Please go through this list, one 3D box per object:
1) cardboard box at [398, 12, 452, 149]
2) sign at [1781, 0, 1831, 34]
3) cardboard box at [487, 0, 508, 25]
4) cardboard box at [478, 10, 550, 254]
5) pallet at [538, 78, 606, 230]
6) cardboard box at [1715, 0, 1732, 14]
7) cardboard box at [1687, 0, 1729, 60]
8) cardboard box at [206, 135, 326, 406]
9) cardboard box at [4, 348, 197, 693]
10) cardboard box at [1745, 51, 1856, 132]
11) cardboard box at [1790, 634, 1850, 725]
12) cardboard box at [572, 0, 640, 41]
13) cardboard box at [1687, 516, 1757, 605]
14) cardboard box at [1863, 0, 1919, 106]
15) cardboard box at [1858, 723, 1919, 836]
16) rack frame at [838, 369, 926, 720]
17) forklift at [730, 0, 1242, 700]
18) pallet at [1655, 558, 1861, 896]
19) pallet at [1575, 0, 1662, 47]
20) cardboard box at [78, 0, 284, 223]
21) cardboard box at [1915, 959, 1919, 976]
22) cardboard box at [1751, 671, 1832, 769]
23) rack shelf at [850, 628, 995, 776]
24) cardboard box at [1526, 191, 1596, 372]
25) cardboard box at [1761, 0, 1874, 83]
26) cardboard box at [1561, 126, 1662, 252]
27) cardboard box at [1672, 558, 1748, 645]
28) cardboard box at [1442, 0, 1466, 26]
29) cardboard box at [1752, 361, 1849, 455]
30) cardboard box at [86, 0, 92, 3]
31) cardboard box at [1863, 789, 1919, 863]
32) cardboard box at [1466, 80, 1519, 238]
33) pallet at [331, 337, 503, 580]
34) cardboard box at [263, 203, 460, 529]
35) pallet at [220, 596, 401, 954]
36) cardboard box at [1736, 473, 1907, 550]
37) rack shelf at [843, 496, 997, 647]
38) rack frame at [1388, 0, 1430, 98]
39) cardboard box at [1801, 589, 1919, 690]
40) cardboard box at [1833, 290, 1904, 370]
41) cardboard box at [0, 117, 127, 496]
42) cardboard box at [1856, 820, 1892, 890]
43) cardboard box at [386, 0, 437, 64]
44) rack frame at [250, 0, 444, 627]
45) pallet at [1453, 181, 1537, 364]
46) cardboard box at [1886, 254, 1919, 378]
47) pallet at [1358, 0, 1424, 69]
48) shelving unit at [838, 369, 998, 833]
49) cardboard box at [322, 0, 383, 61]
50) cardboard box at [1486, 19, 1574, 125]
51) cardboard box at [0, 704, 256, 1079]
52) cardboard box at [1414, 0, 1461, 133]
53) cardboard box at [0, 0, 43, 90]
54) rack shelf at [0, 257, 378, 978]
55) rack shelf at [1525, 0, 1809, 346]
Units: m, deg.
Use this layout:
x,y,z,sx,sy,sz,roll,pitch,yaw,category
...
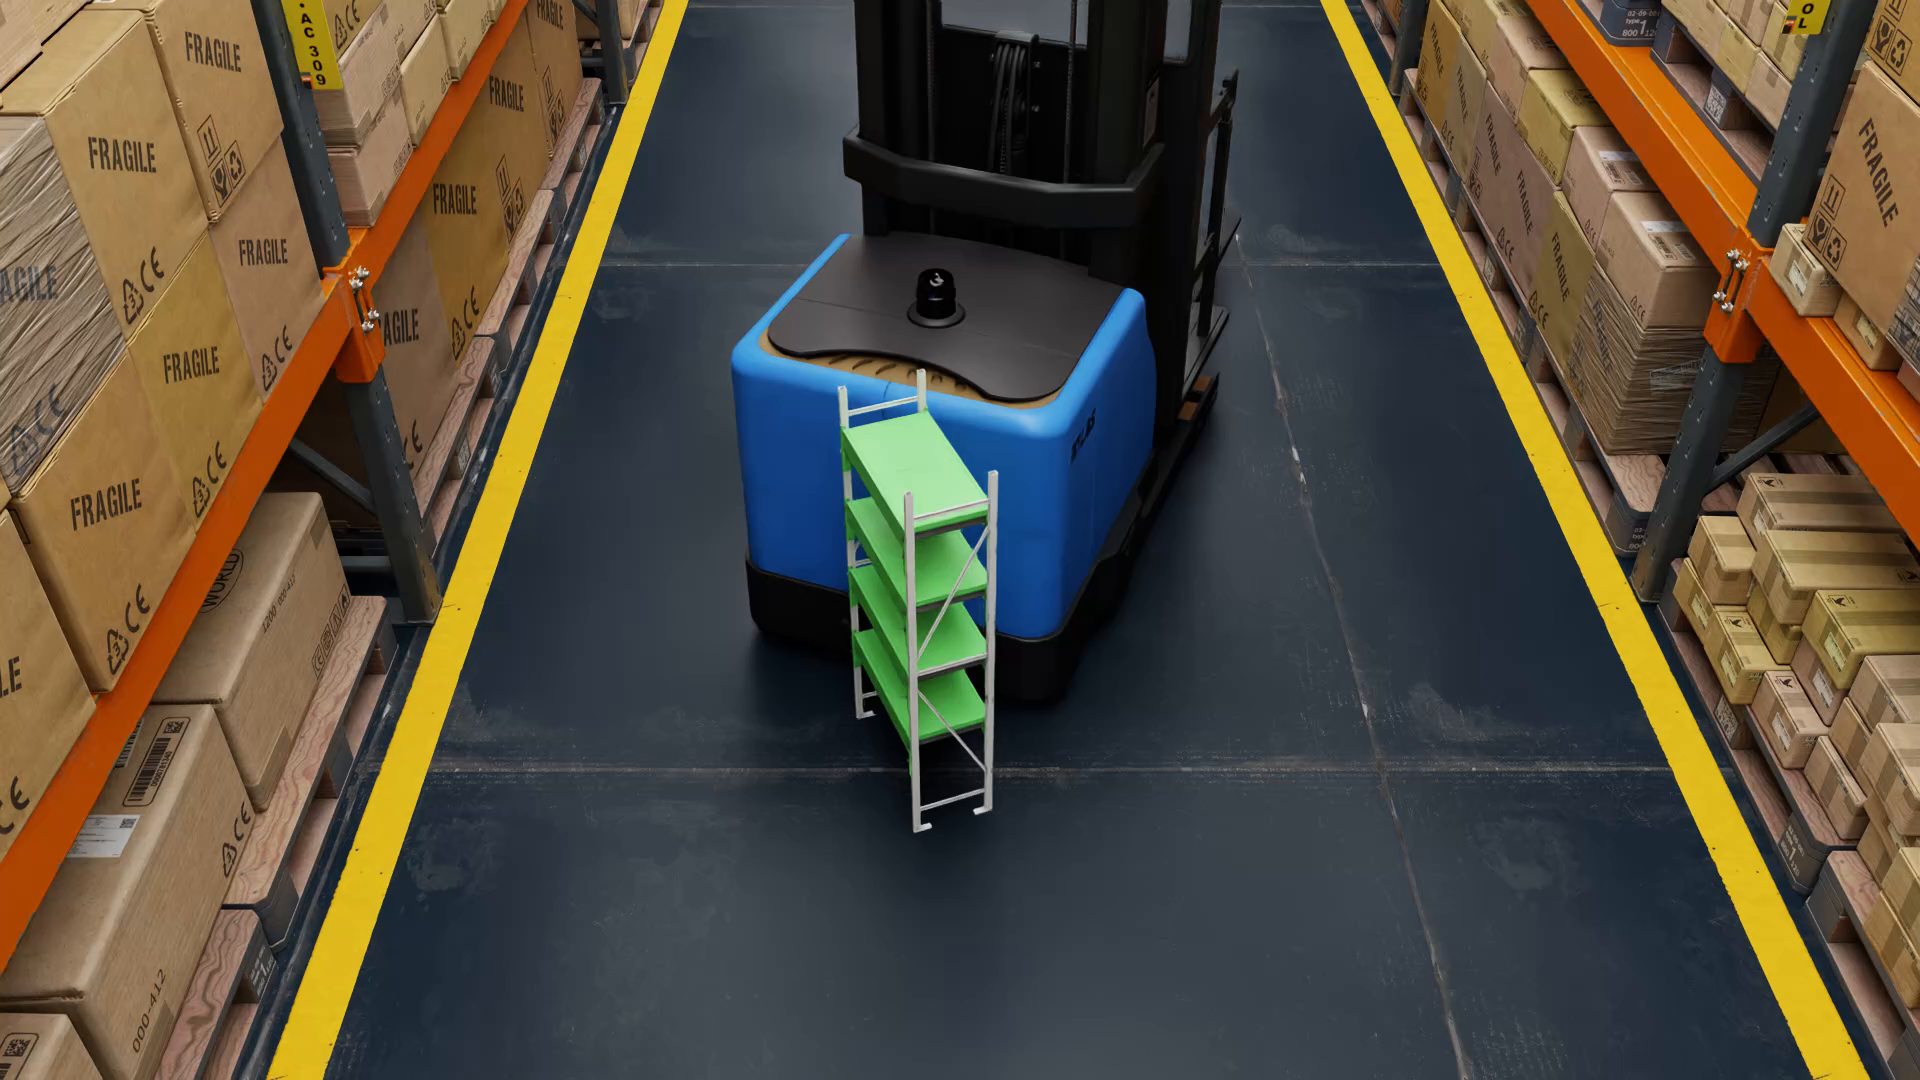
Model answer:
x,y,z,sx,sy,sz,roll,pitch,yaw,category
-1.946,-1.469,5.305,0.500,0.250,0.500,-1,39,-1,cardboard box
2.187,-1.445,4.228,0.100,0.325,0.005,0,39,0,sign
-1.922,-2.102,6.095,0.500,0.250,0.500,-1,39,-1,cardboard box
-2.297,-1.775,6.930,0.875,0.875,0.875,0,39,1,cardboard box
-2.286,-1.849,7.889,1.003,0.211,1.213,0,39,0,pallet
2.546,-1.746,5.158,0.380,0.149,0.250,2,39,2,cardboard box
2.545,-1.628,5.248,0.380,0.149,0.250,0,39,0,cardboard box
-1.951,-0.678,4.118,0.500,0.500,0.500,0,39,0,cardboard box
-1.930,-0.042,3.324,0.500,0.500,0.500,-1,39,-1,cardboard box
2.544,-1.310,4.851,0.380,0.149,0.250,-1,39,-1,cardboard box
2.549,0.374,4.590,0.380,0.149,0.250,0,39,0,cardboard box
-2.203,-2.922,8.763,0.950,0.372,0.625,-2,39,-3,cardboard box
2.423,0.064,4.978,0.380,0.149,0.250,2,39,2,cardboard box
2.499,-1.259,3.805,0.500,0.500,0.500,1,39,1,cardboard box
2.468,0.589,4.084,0.380,0.149,0.250,1,39,1,cardboard box
-0.204,0.047,4.731,0.240,1.200,0.015,-14,41,-17,rack frame
0.340,-1.584,5.382,1.130,2.935,3.031,14,41,17,forklift
2.779,0.512,4.942,1.003,0.211,1.213,0,39,0,pallet
2.781,-2.184,6.230,1.003,0.211,1.213,0,39,0,pallet
-1.931,-1.063,3.799,0.500,0.500,0.500,0,39,0,cardboard box
2.435,1.027,3.776,0.380,0.149,0.250,0,39,0,cardboard box
2.474,0.503,4.668,0.380,0.149,0.250,0,39,0,cardboard box
-0.113,0.426,4.745,0.258,0.148,0.480,-14,41,-17,rack shelf
2.489,-0.968,6.222,0.500,0.500,0.500,-1,39,-1,cardboard box
2.545,-1.426,4.758,0.380,0.149,0.250,1,39,1,cardboard box
2.502,-1.264,5.992,0.500,0.250,0.500,2,39,2,cardboard box
2.422,0.181,5.070,0.380,0.149,0.250,-2,39,-2,cardboard box
2.497,-2.547,7.593,0.500,0.250,0.500,-2,39,-2,cardboard box
3.007,-0.646,5.821,0.500,0.500,0.500,1,39,2,cardboard box
-1.997,-1.254,3.518,0.380,0.149,0.250,1,39,1,cardboard box
2.523,0.715,4.165,0.380,0.149,0.250,2,39,2,cardboard box
2.493,-1.608,7.020,0.500,0.500,0.500,-1,39,-1,cardboard box
-2.284,-0.323,5.985,1.003,0.211,1.213,0,39,0,pallet
-2.288,-0.651,5.527,0.875,0.875,0.875,1,39,1,cardboard box
-2.285,0.635,4.789,1.003,0.211,1.213,0,39,0,pallet
2.536,-0.064,4.899,0.380,0.149,0.250,1,39,2,cardboard box
-0.113,0.051,4.445,0.258,0.148,0.480,-14,41,-17,rack shelf
2.738,-3.497,7.715,1.000,3.000,0.127,0,39,0,rack frame
2.526,0.267,4.487,0.380,0.149,0.250,-1,39,-1,cardboard box
2.490,-0.559,4.249,0.380,0.149,0.250,1,39,1,cardboard box
-1.928,-0.428,3.005,0.500,0.500,0.500,0,39,1,cardboard box
2.560,0.830,4.260,0.380,0.149,0.250,-2,39,-2,cardboard box
-1.955,-1.667,5.152,0.500,0.250,0.500,1,39,1,cardboard box
-2.207,-0.929,4.511,1.000,3.000,0.127,0,39,0,rack frame
2.736,-1.159,7.028,1.003,0.211,1.213,0,39,0,pallet
2.499,-0.531,3.697,0.500,0.500,0.500,0,39,0,cardboard box
2.812,-2.902,9.202,1.003,0.211,1.213,0,39,0,pallet
-0.113,0.189,4.555,0.258,1.200,0.503,-14,41,-17,shelving unit
-1.920,-1.633,4.510,0.500,0.500,0.500,0,39,0,cardboard box
2.485,-1.920,6.811,0.500,0.250,0.500,0,39,0,cardboard box
-2.312,0.860,3.992,0.875,0.438,0.875,-1,39,-1,cardboard box
2.484,-2.243,7.813,0.500,0.500,0.500,-2,39,-2,cardboard box
-1.988,-0.940,3.126,0.380,0.149,0.250,0,39,0,cardboard box
-2.205,0.603,3.175,1.077,0.370,4.000,0,39,0,rack shelf
2.740,-1.966,6.379,1.077,0.370,4.000,0,39,0,rack shelf
